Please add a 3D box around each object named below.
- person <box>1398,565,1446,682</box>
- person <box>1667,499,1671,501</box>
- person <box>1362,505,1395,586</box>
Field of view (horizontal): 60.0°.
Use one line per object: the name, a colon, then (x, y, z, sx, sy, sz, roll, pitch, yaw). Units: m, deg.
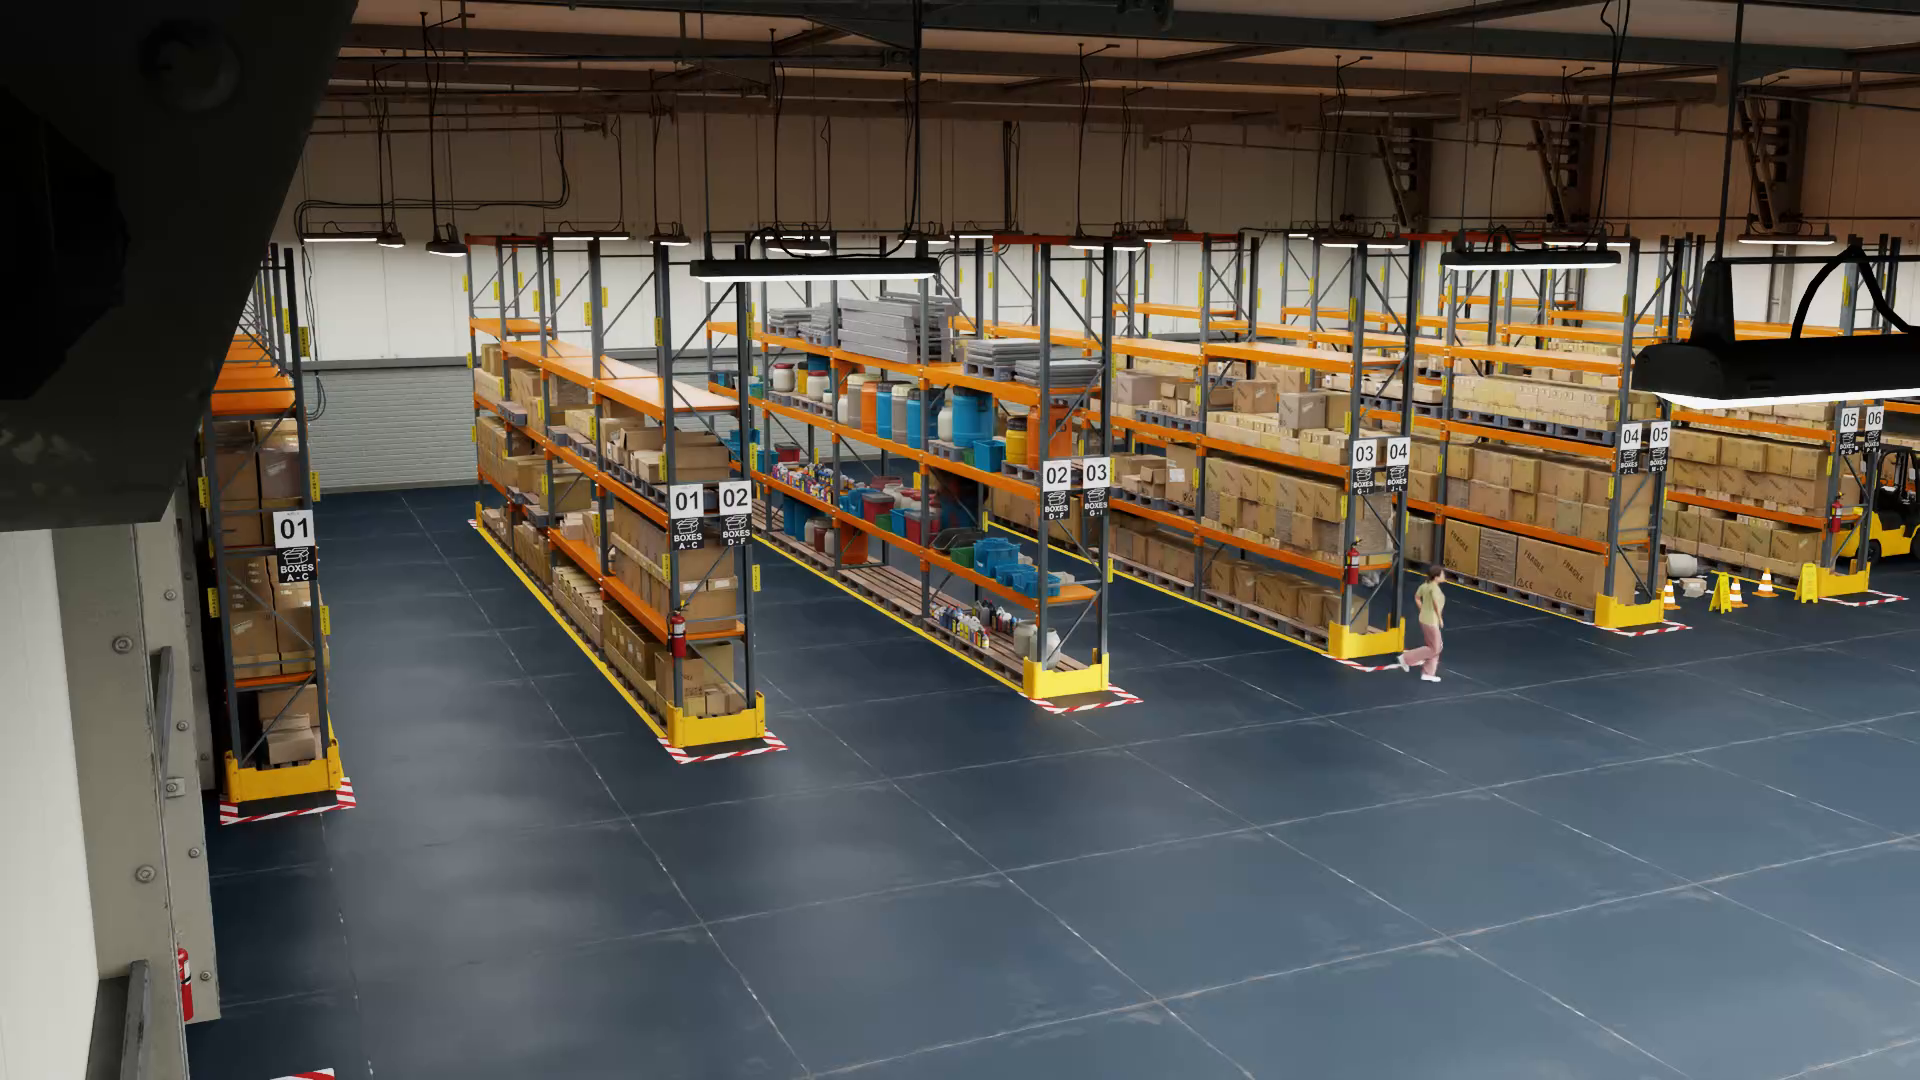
person: (6.375, 1.160, 22.952, 0.618, 1.641, 0.604, 0, 11, 1)
person: (14.612, -1.046, 34.028, 0.650, 1.737, 0.791, -7, 13, -32)
person: (7.320, -0.038, 28.726, 0.727, 1.730, 0.620, -5, 12, -24)
